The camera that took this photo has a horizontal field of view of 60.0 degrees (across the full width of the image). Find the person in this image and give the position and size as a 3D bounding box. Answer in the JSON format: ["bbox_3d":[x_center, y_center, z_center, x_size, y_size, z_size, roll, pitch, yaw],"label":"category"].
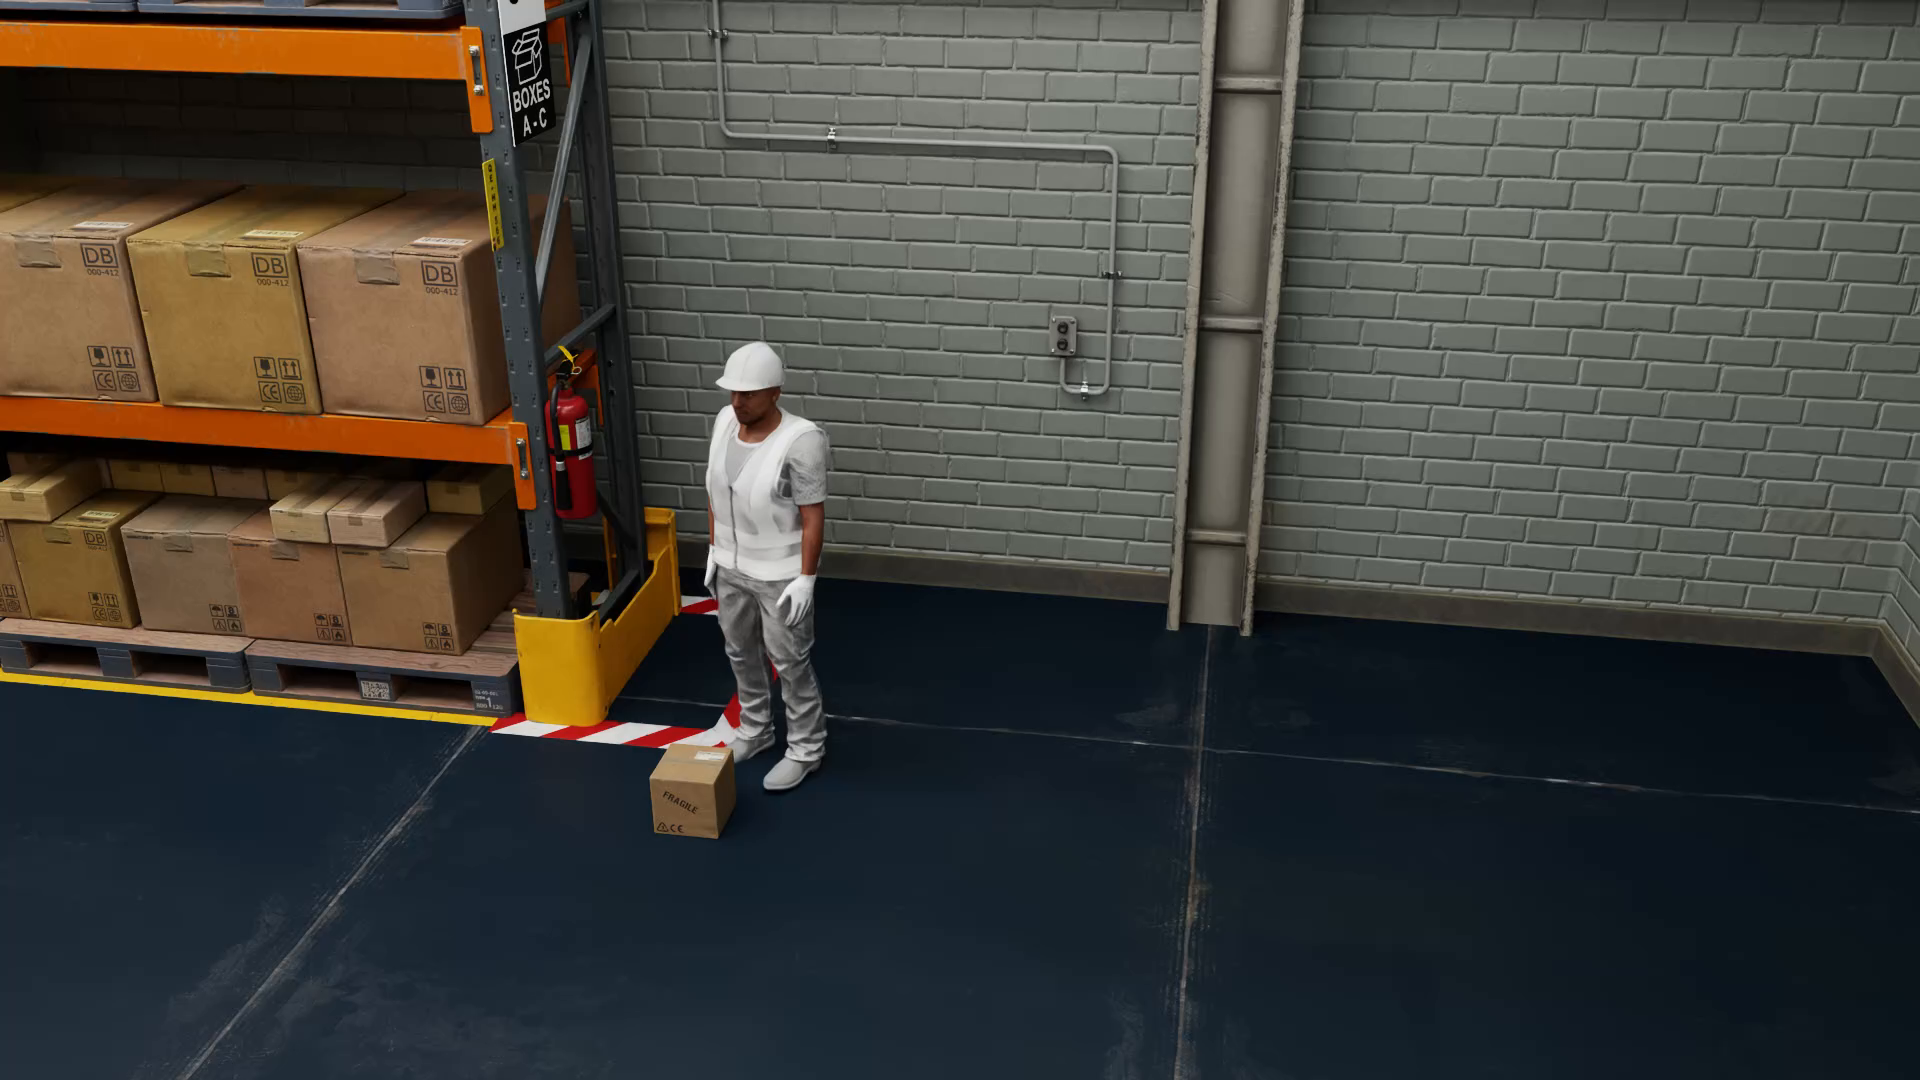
[{"bbox_3d":[-0.738,0.116,6.356,0.550,1.812,0.356,18,30,34],"label":"person"}]
